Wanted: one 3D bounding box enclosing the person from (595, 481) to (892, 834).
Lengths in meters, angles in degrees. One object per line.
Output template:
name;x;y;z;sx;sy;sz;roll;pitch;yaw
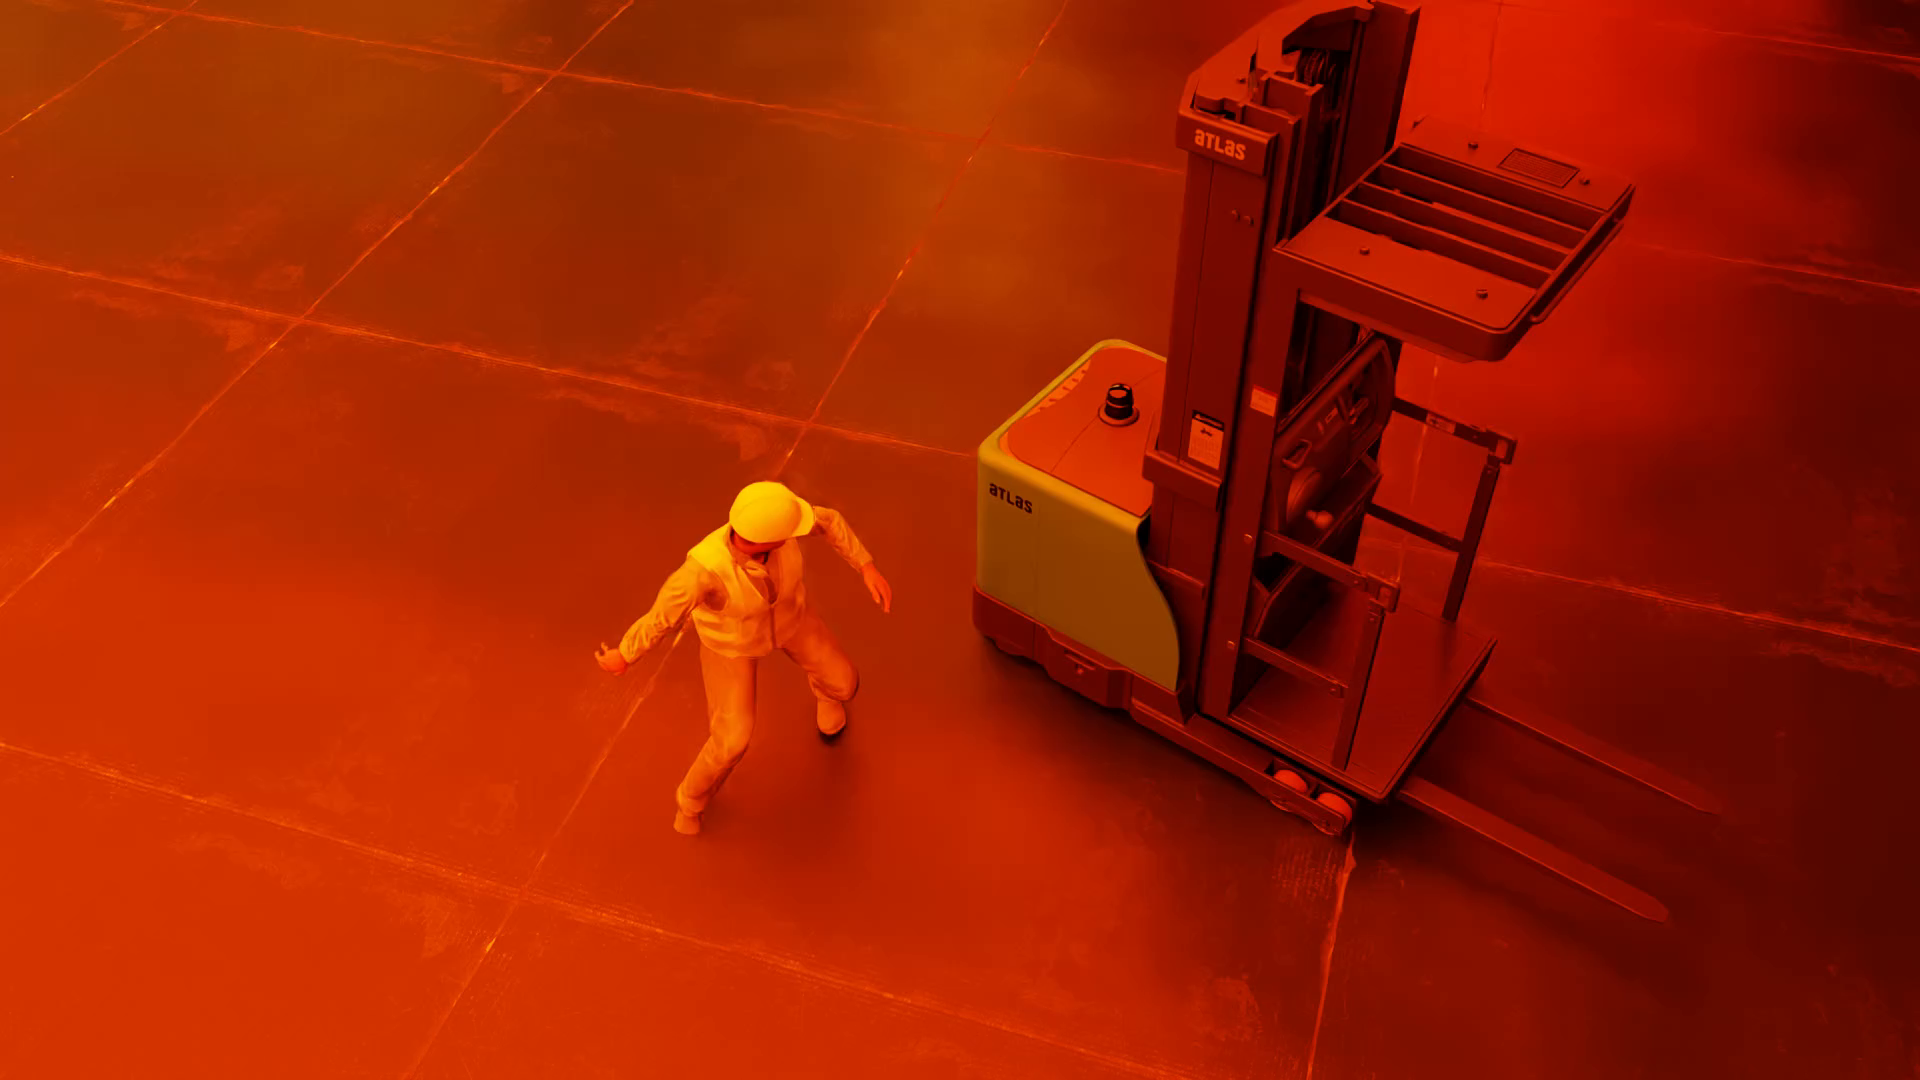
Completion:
person;-0.801;0.404;6.304;1.023;1.718;0.571;-27;49;-26

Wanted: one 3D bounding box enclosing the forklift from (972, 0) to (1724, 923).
forklift;1.539;-0.322;6.035;3.031;2.935;1.130;27;49;26
